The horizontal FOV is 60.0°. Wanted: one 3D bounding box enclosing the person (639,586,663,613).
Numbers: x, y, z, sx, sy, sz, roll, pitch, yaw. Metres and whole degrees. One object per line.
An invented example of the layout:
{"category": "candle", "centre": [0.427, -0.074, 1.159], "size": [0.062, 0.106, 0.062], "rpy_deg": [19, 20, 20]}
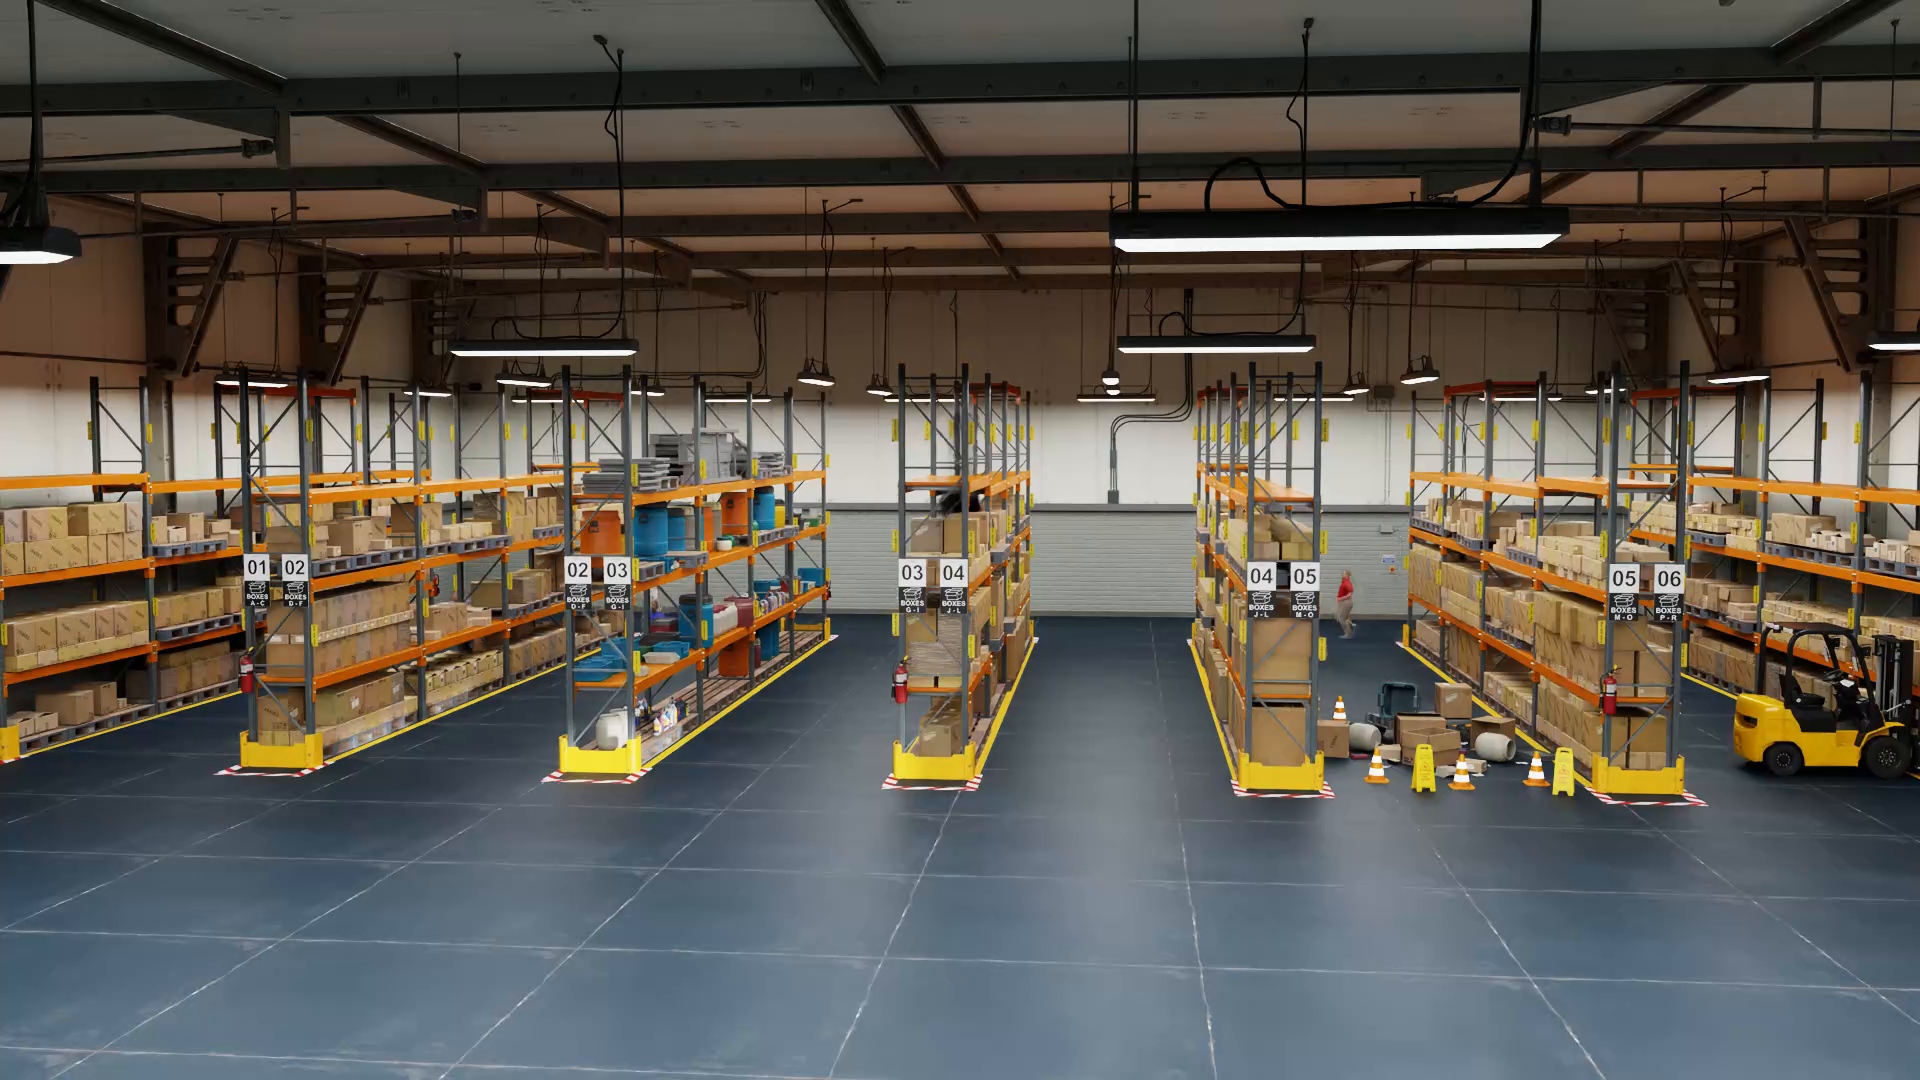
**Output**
{"category": "person", "centre": [-7.775, 1.475, 41.686], "size": [0.552, 1.720, 0.746], "rpy_deg": [3, 4, 35]}

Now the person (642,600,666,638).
{"category": "person", "centre": [-6.200, 2.027, 33.760], "size": [0.572, 1.611, 0.651], "rpy_deg": [0, 4, 5]}

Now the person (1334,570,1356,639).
{"category": "person", "centre": [9.369, 1.562, 40.463], "size": [0.593, 1.679, 0.639], "rpy_deg": [0, 4, 6]}

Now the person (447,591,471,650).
{"category": "person", "centre": [-11.023, 1.875, 36.601], "size": [0.593, 1.573, 0.710], "rpy_deg": [0, 4, 4]}
